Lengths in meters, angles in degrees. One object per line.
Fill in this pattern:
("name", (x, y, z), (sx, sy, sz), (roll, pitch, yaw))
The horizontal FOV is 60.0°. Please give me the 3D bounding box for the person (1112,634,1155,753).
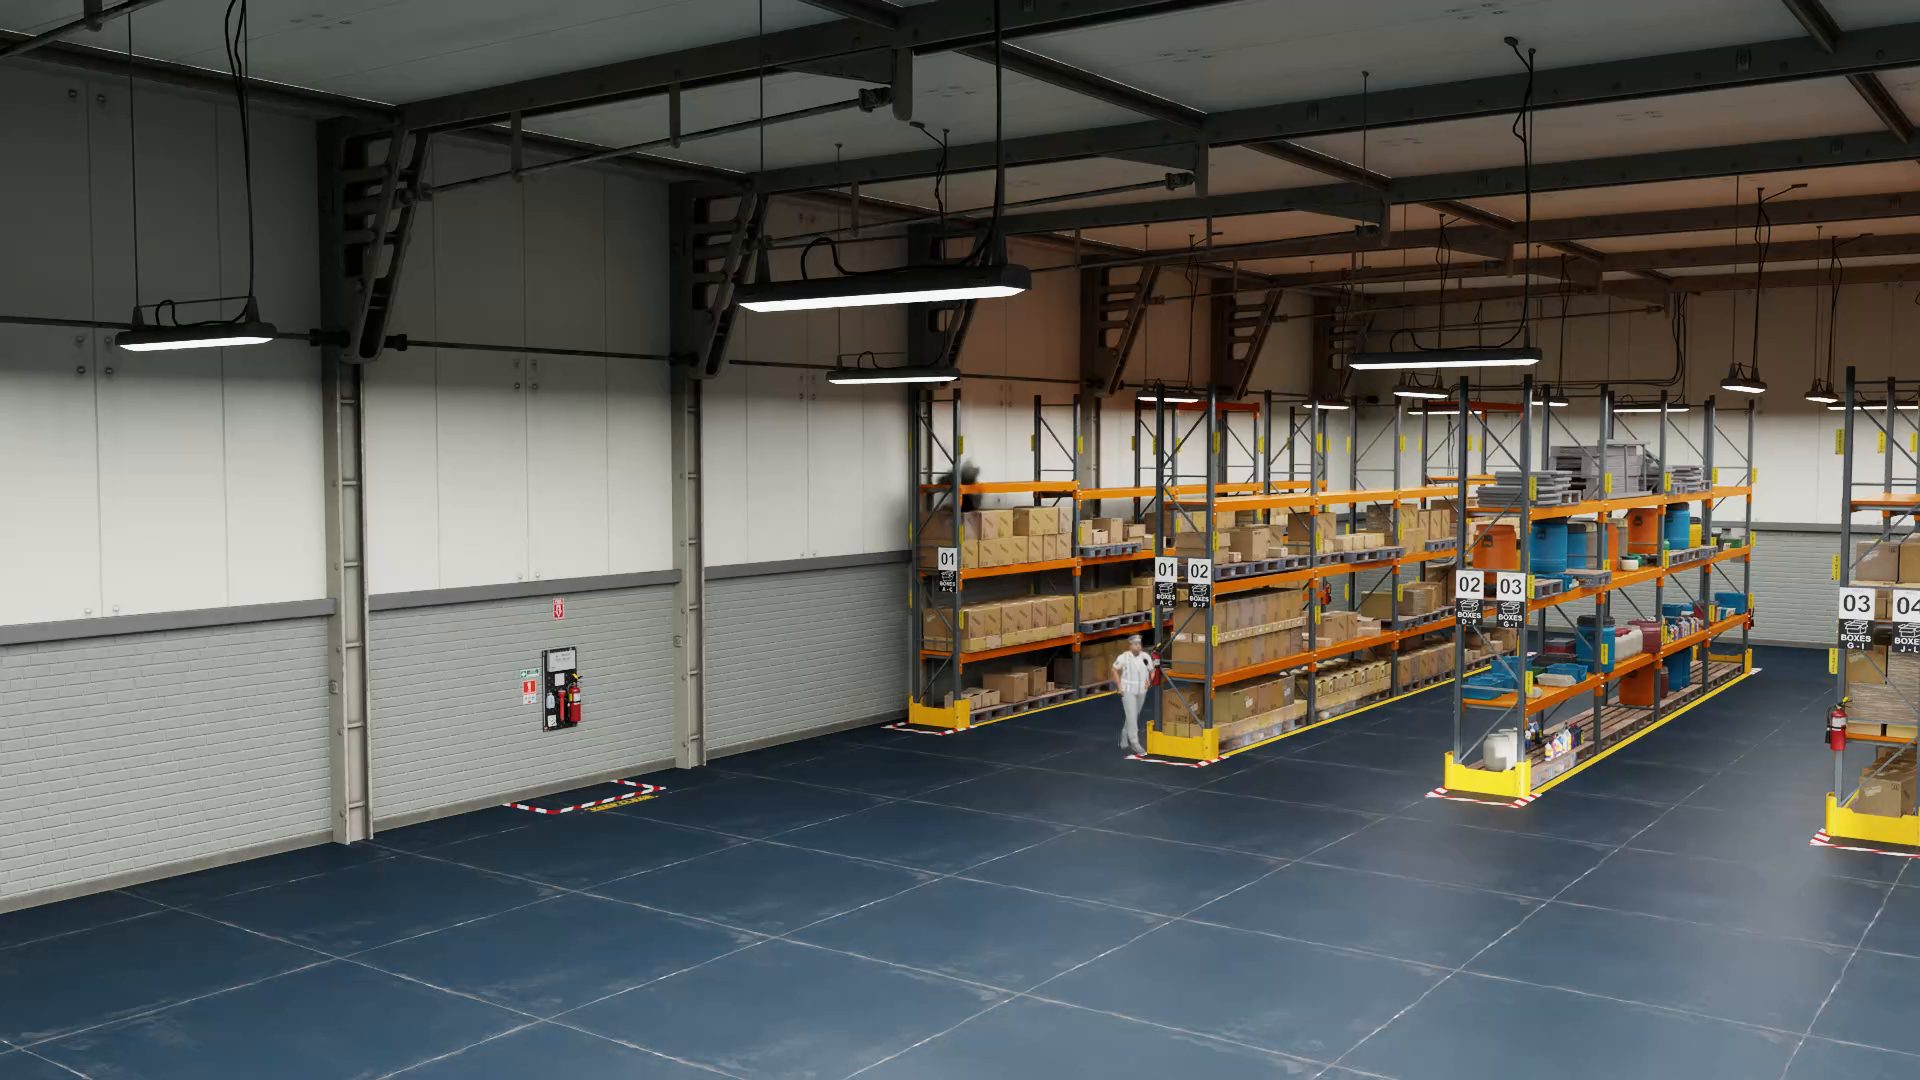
("person", (2.724, 2.369, 25.738), (0.659, 1.837, 0.862), (-1, 3, -19))
